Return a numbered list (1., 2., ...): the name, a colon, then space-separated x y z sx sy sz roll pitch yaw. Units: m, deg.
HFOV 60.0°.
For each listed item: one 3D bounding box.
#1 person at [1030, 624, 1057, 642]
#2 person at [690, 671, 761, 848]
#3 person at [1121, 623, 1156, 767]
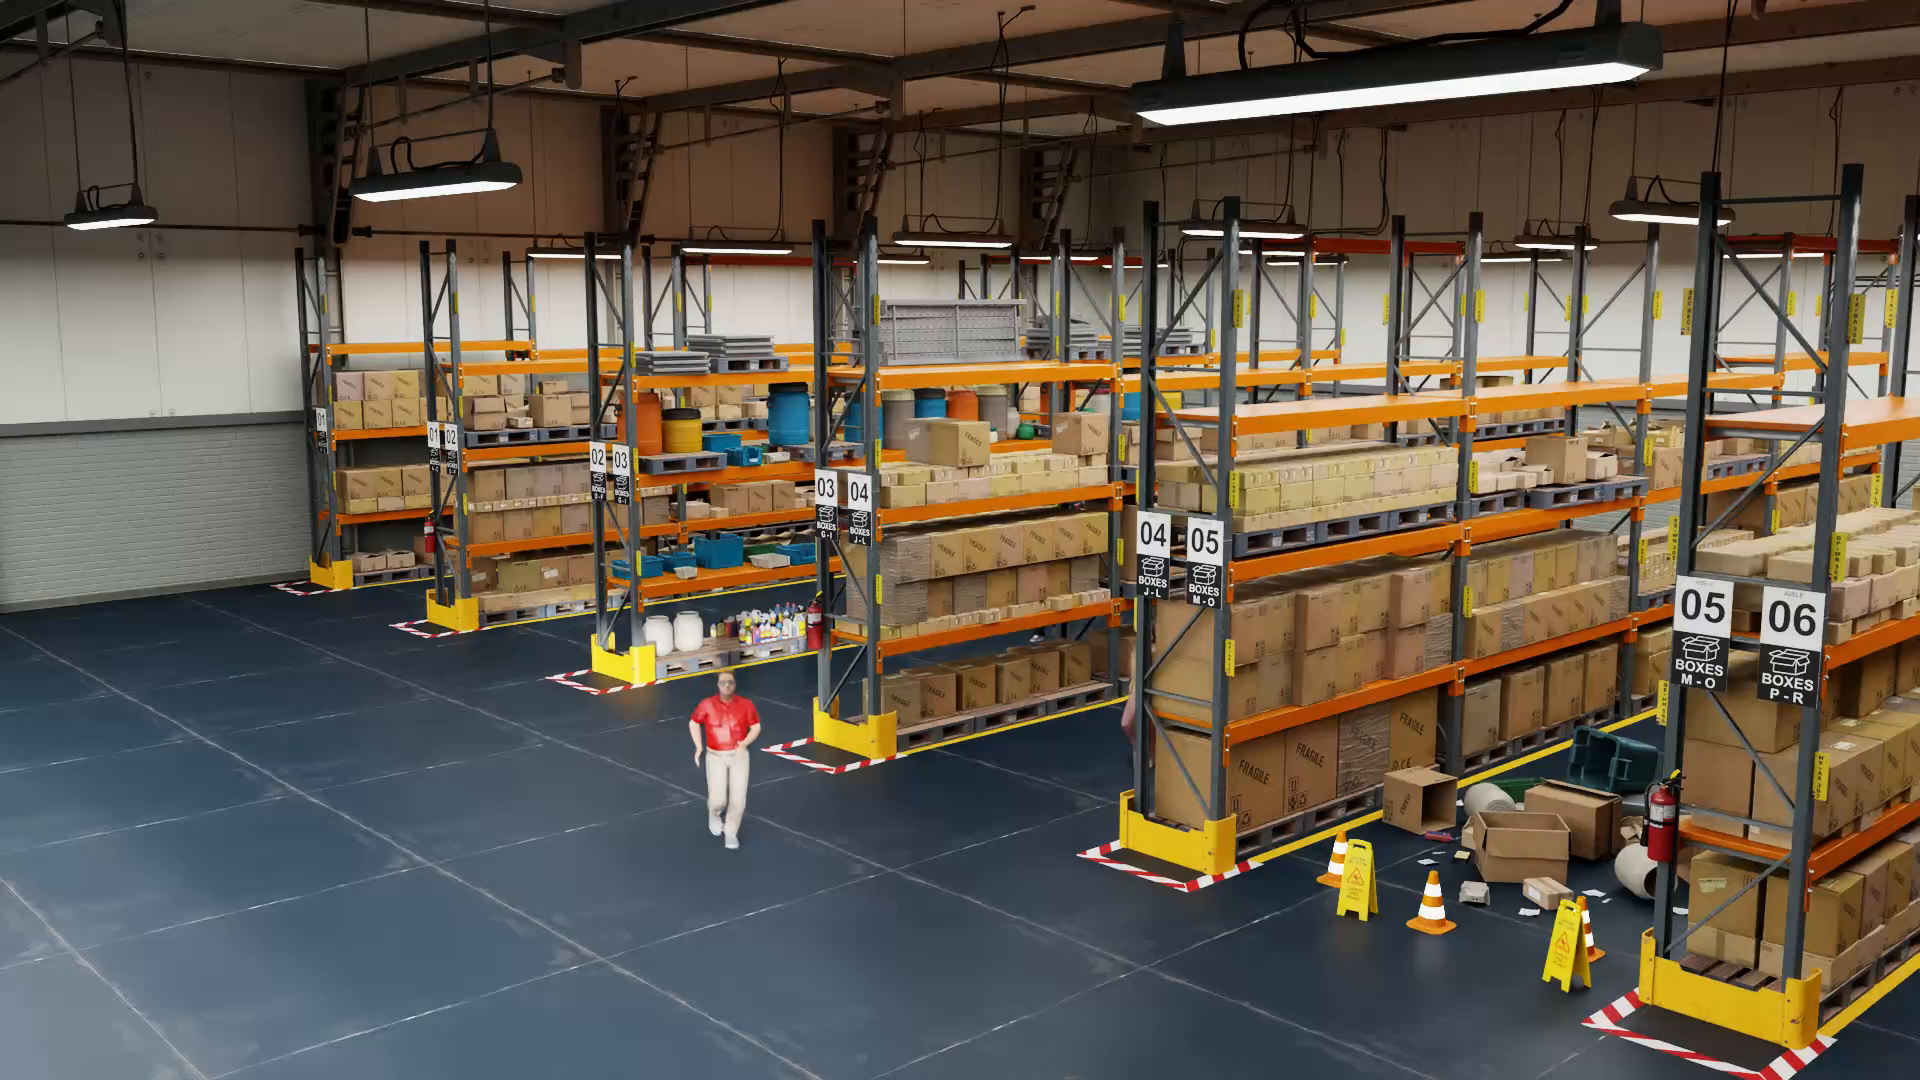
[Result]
1. person: 1.181 0.654 23.574 0.538 1.560 0.548 8 11 43
2. person: -2.182 2.068 15.580 0.658 1.676 0.591 -2 9 -12
3. person: 2.026 1.705 18.171 0.587 1.630 0.564 6 10 35
